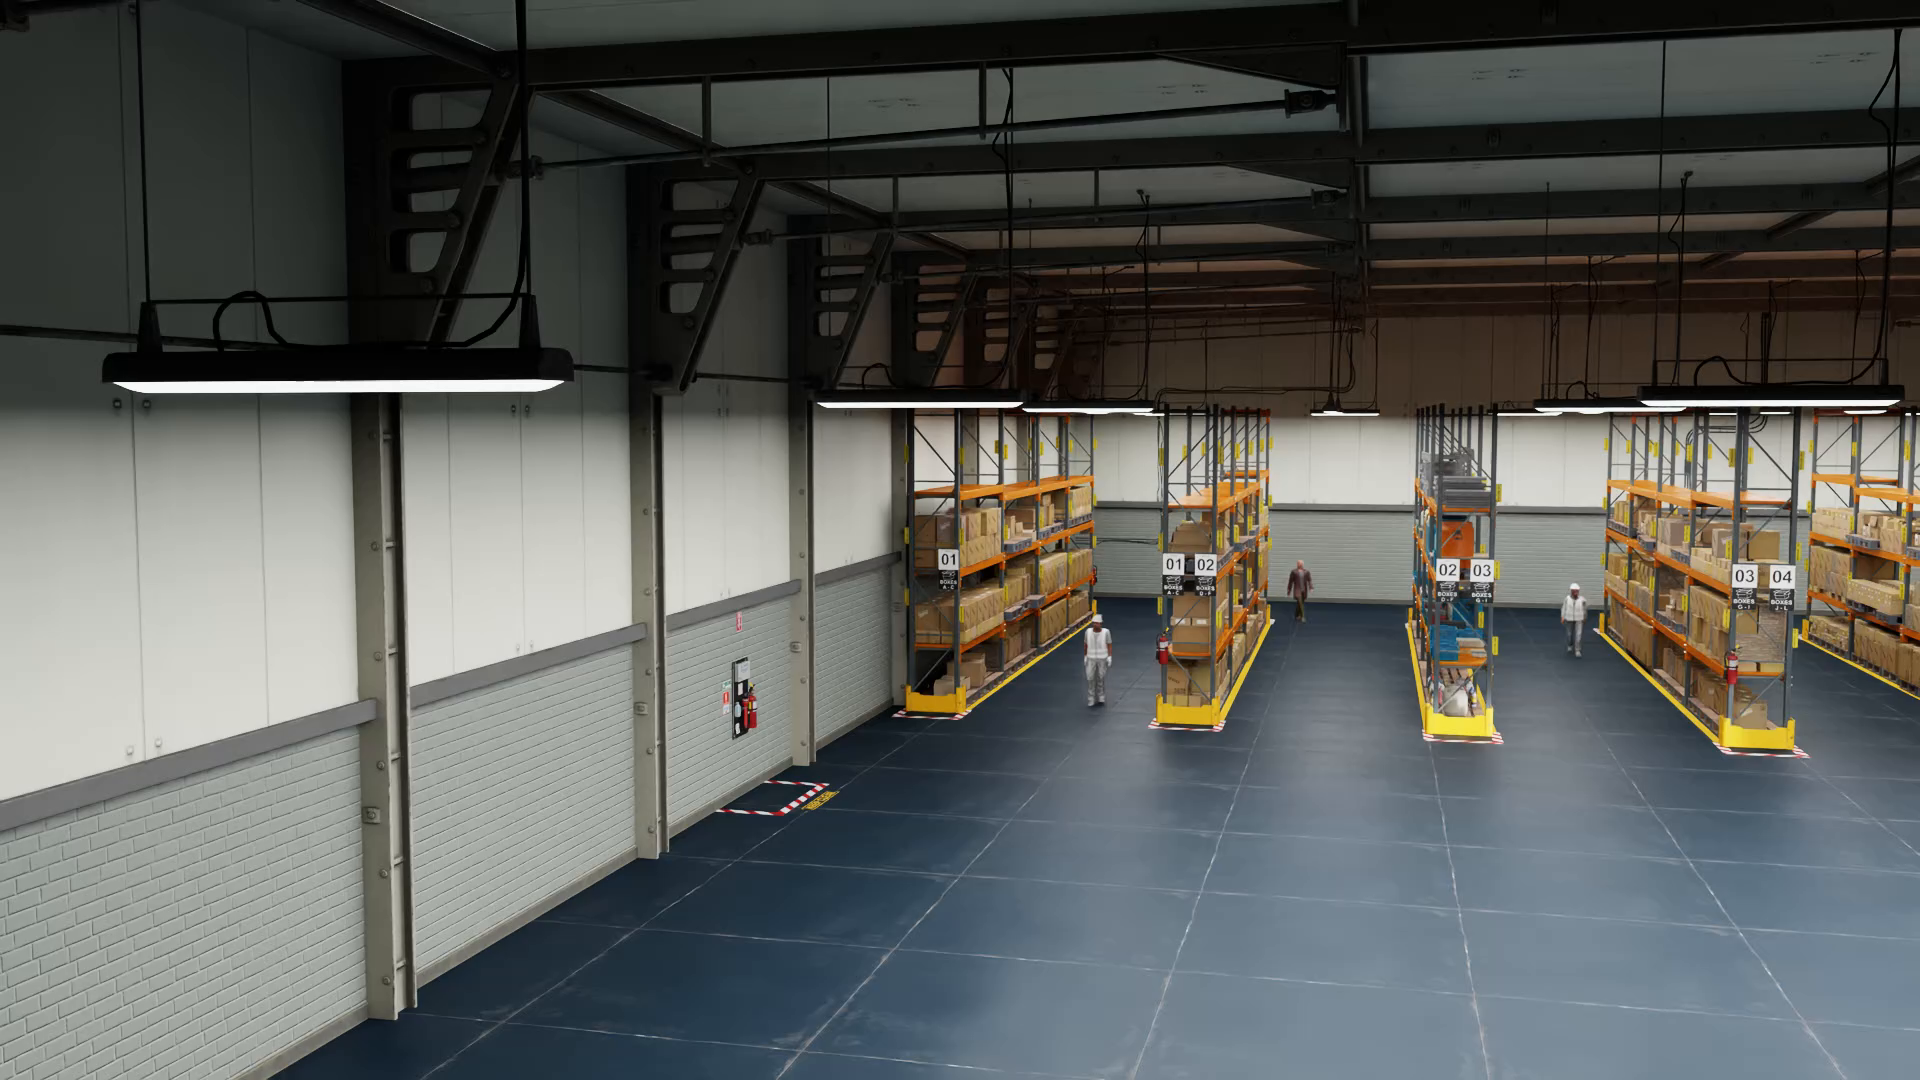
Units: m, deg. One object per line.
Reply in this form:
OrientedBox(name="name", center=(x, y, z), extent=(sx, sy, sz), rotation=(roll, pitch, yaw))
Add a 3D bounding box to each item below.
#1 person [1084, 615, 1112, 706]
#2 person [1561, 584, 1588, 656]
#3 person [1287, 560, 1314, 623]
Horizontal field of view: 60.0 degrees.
OrientedBox(name="person", center=(2.771, 2.424, 33.394), extent=(0.603, 1.845, 0.526), rotation=(1, 4, 14))
OrientedBox(name="person", center=(14.874, 1.915, 40.249), extent=(0.615, 1.712, 1.069), rotation=(1, 4, 16))
OrientedBox(name="person", center=(9.643, 1.426, 46.797), extent=(0.582, 1.729, 1.038), rotation=(-1, 4, -19))
